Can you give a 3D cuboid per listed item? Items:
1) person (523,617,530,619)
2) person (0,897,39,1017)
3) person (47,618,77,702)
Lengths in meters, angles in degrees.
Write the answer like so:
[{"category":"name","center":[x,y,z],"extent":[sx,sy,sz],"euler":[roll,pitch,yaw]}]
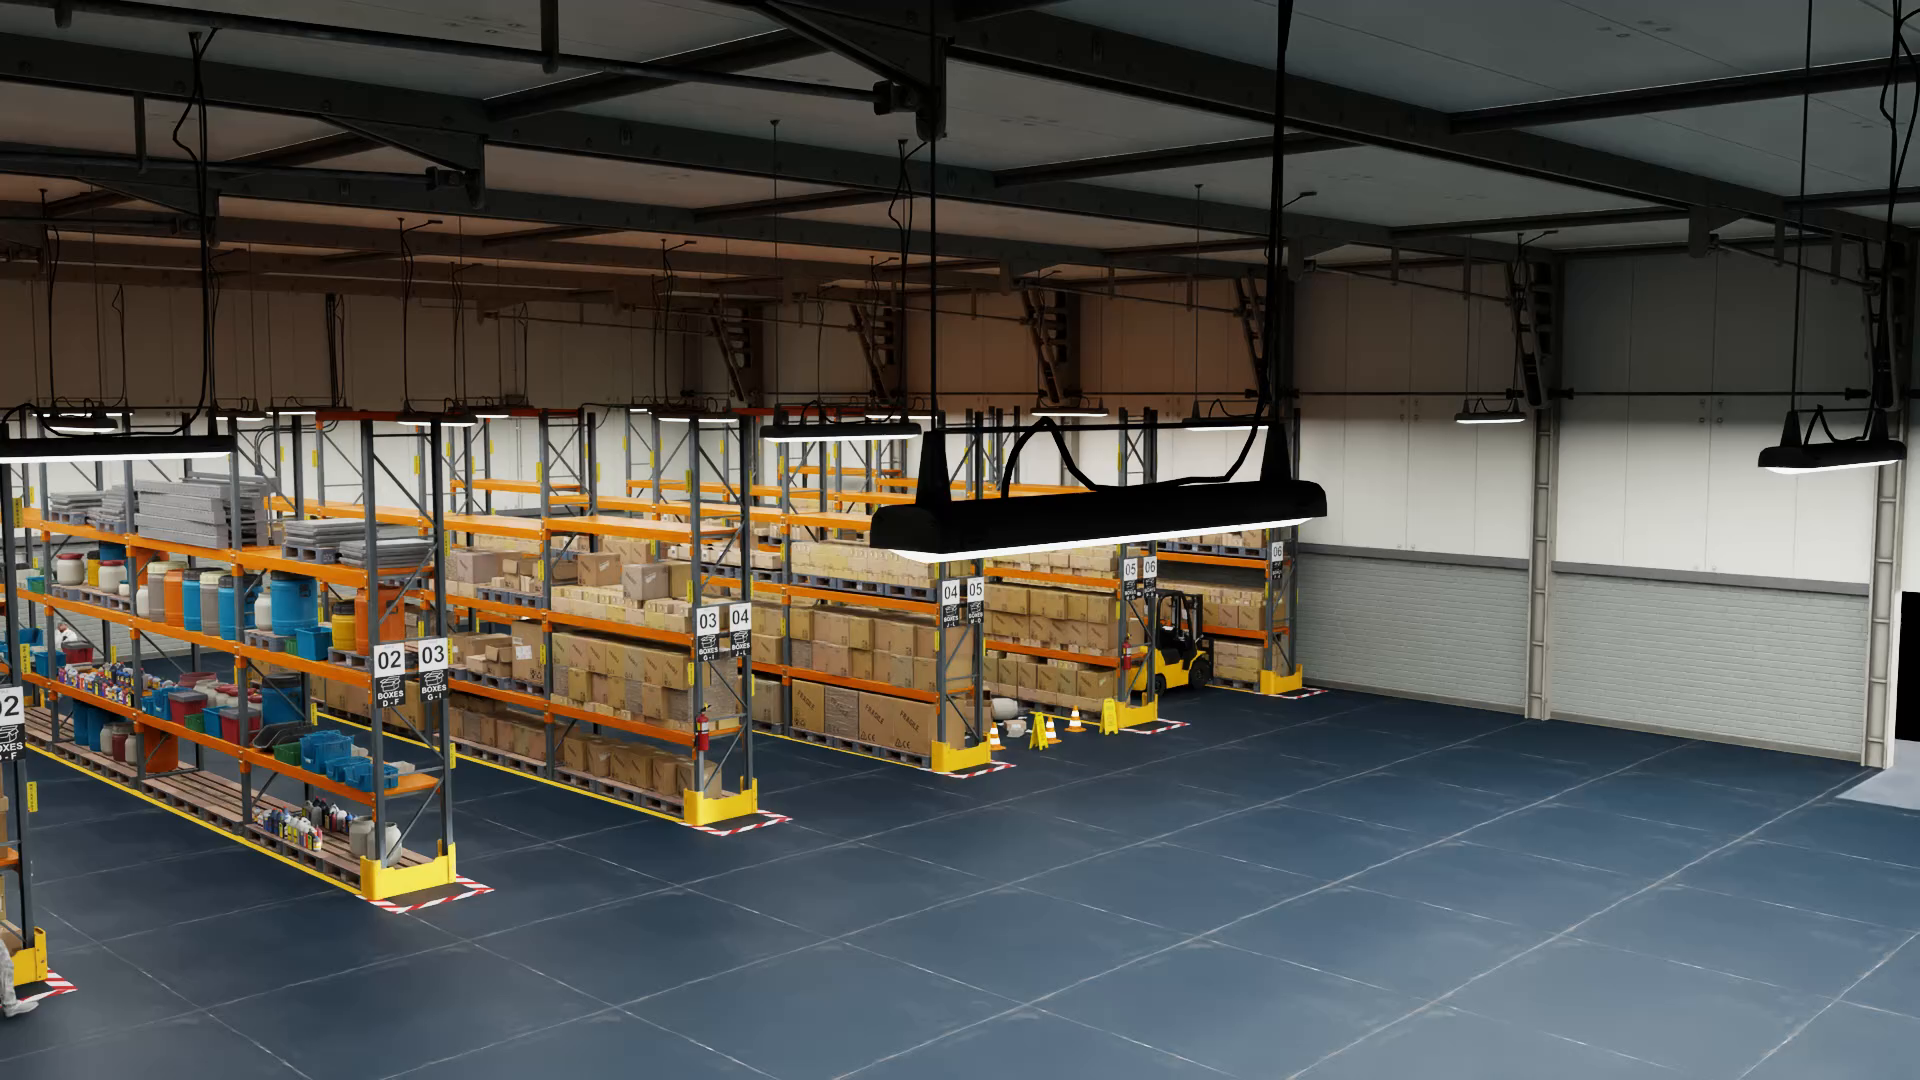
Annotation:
[{"category":"person","center":[-9.097,2.414,34.766],"extent":[0.630,1.684,0.727],"euler":[-4,6,-36]},{"category":"person","center":[-9.854,3.974,16.710],"extent":[0.964,1.748,0.550],"euler":[-4,6,-38]},{"category":"person","center":[-18.406,2.405,34.326],"extent":[0.566,1.676,0.843],"euler":[2,5,20]}]
